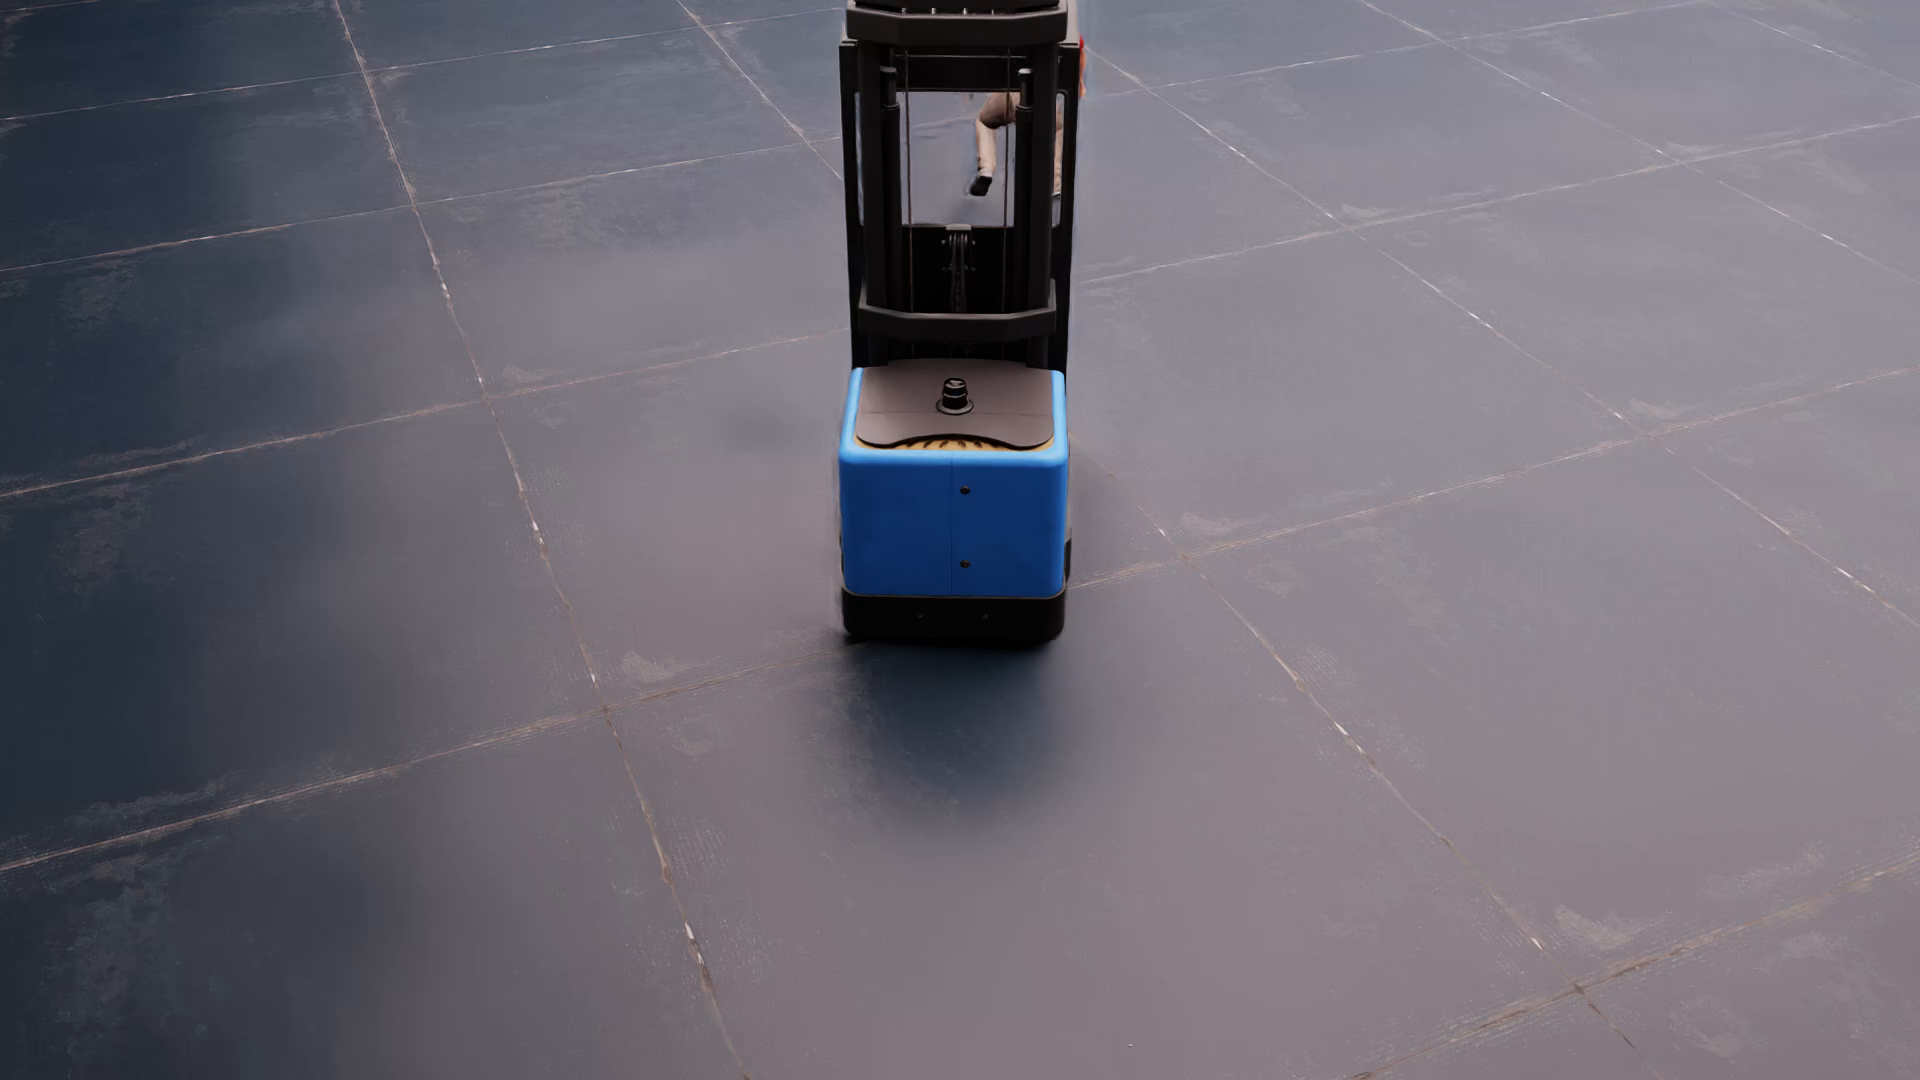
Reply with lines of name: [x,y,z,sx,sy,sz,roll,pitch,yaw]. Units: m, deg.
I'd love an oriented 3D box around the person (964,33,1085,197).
person: [0.467,-3.166,11.724,0.949,1.616,0.529,-6,36,-8]

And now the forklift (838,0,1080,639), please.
forklift: [0.004,-1.551,8.279,1.130,2.935,3.031,1,35,1]
